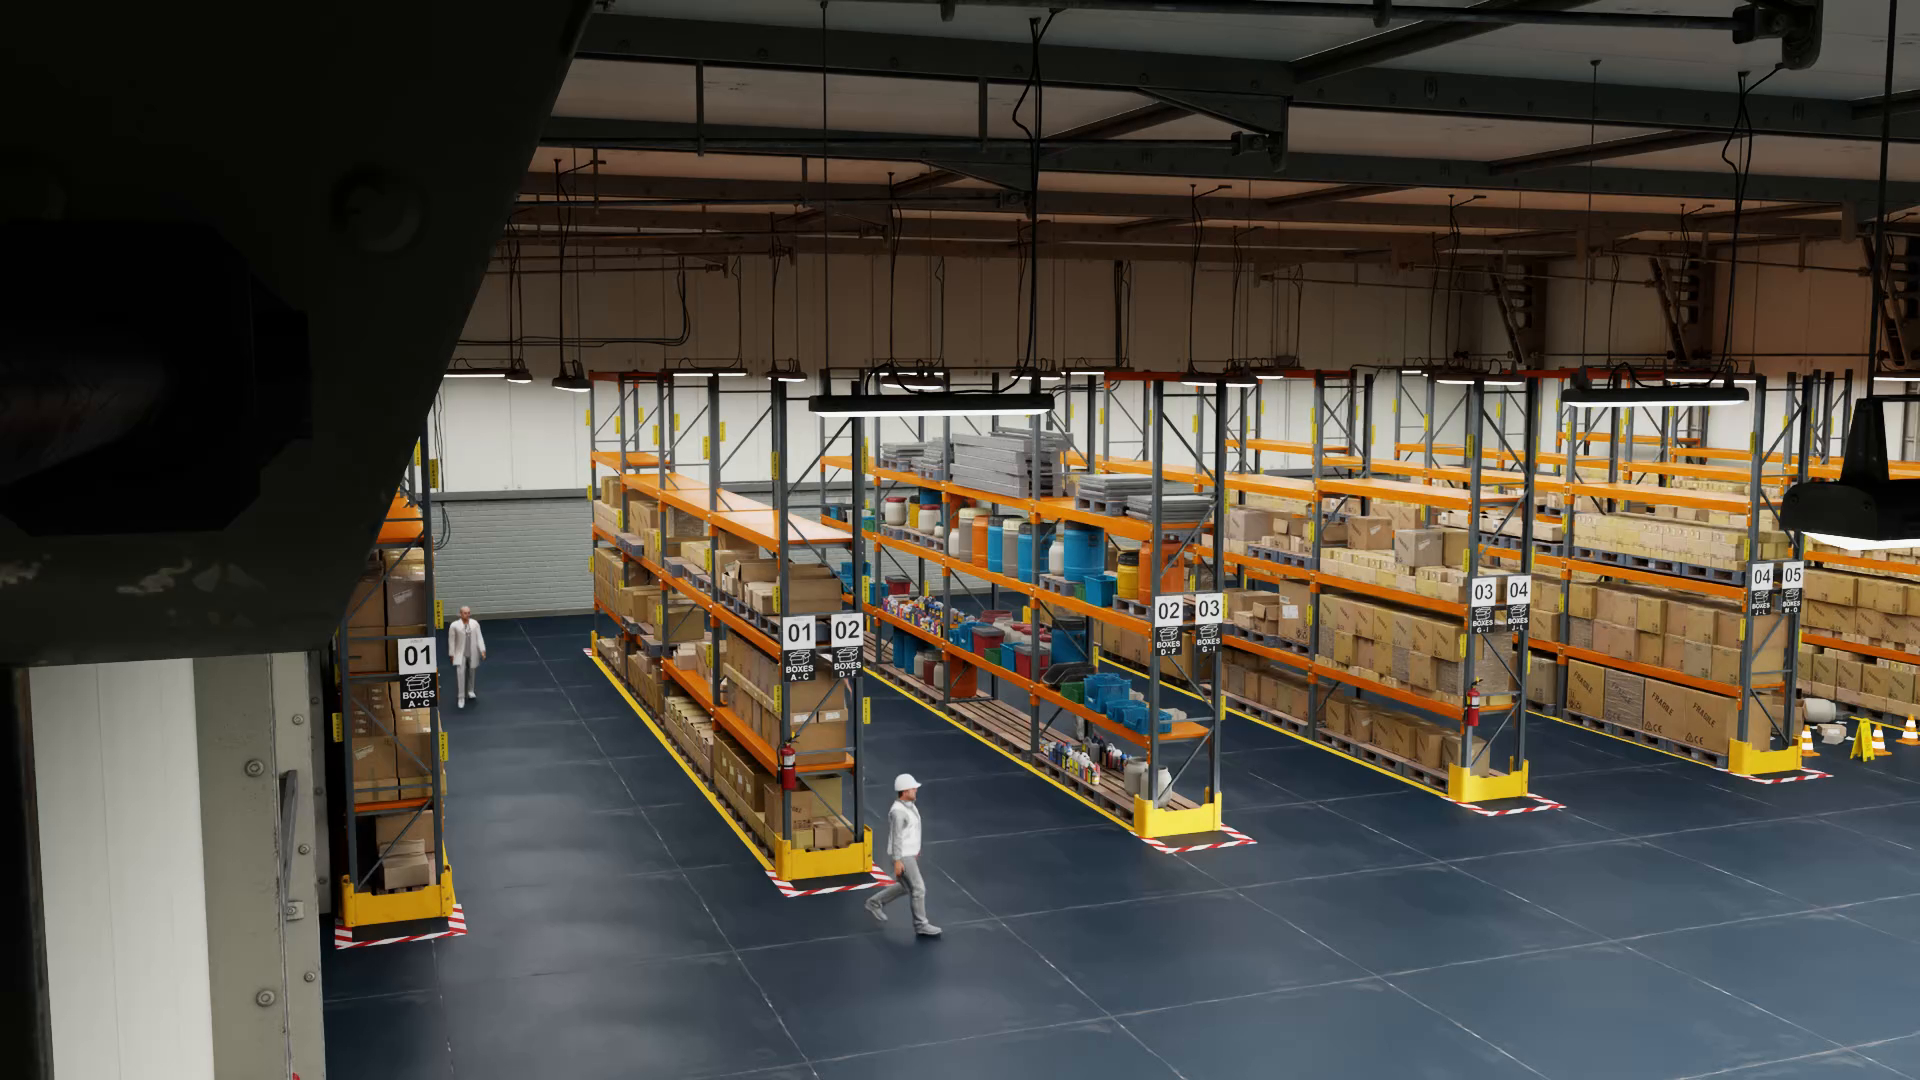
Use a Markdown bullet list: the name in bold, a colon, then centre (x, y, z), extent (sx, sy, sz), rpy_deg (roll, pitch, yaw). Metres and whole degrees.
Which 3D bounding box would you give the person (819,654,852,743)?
- **person**: centre (-1.943, 2.336, 26.317), extent (0.766, 1.632, 0.561), rpy_deg (6, 9, 43)

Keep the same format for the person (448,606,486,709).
- **person**: centre (-8.956, 2.090, 30.223), extent (0.655, 1.768, 0.997), rpy_deg (-3, 7, -22)

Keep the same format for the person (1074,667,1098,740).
- **person**: centre (2.003, 2.376, 27.441), extent (0.595, 1.770, 0.464), rpy_deg (0, 6, 3)

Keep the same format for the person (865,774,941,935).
- **person**: centre (-0.622, 3.425, 18.261), extent (0.893, 1.747, 0.577), rpy_deg (1, 6, 8)
